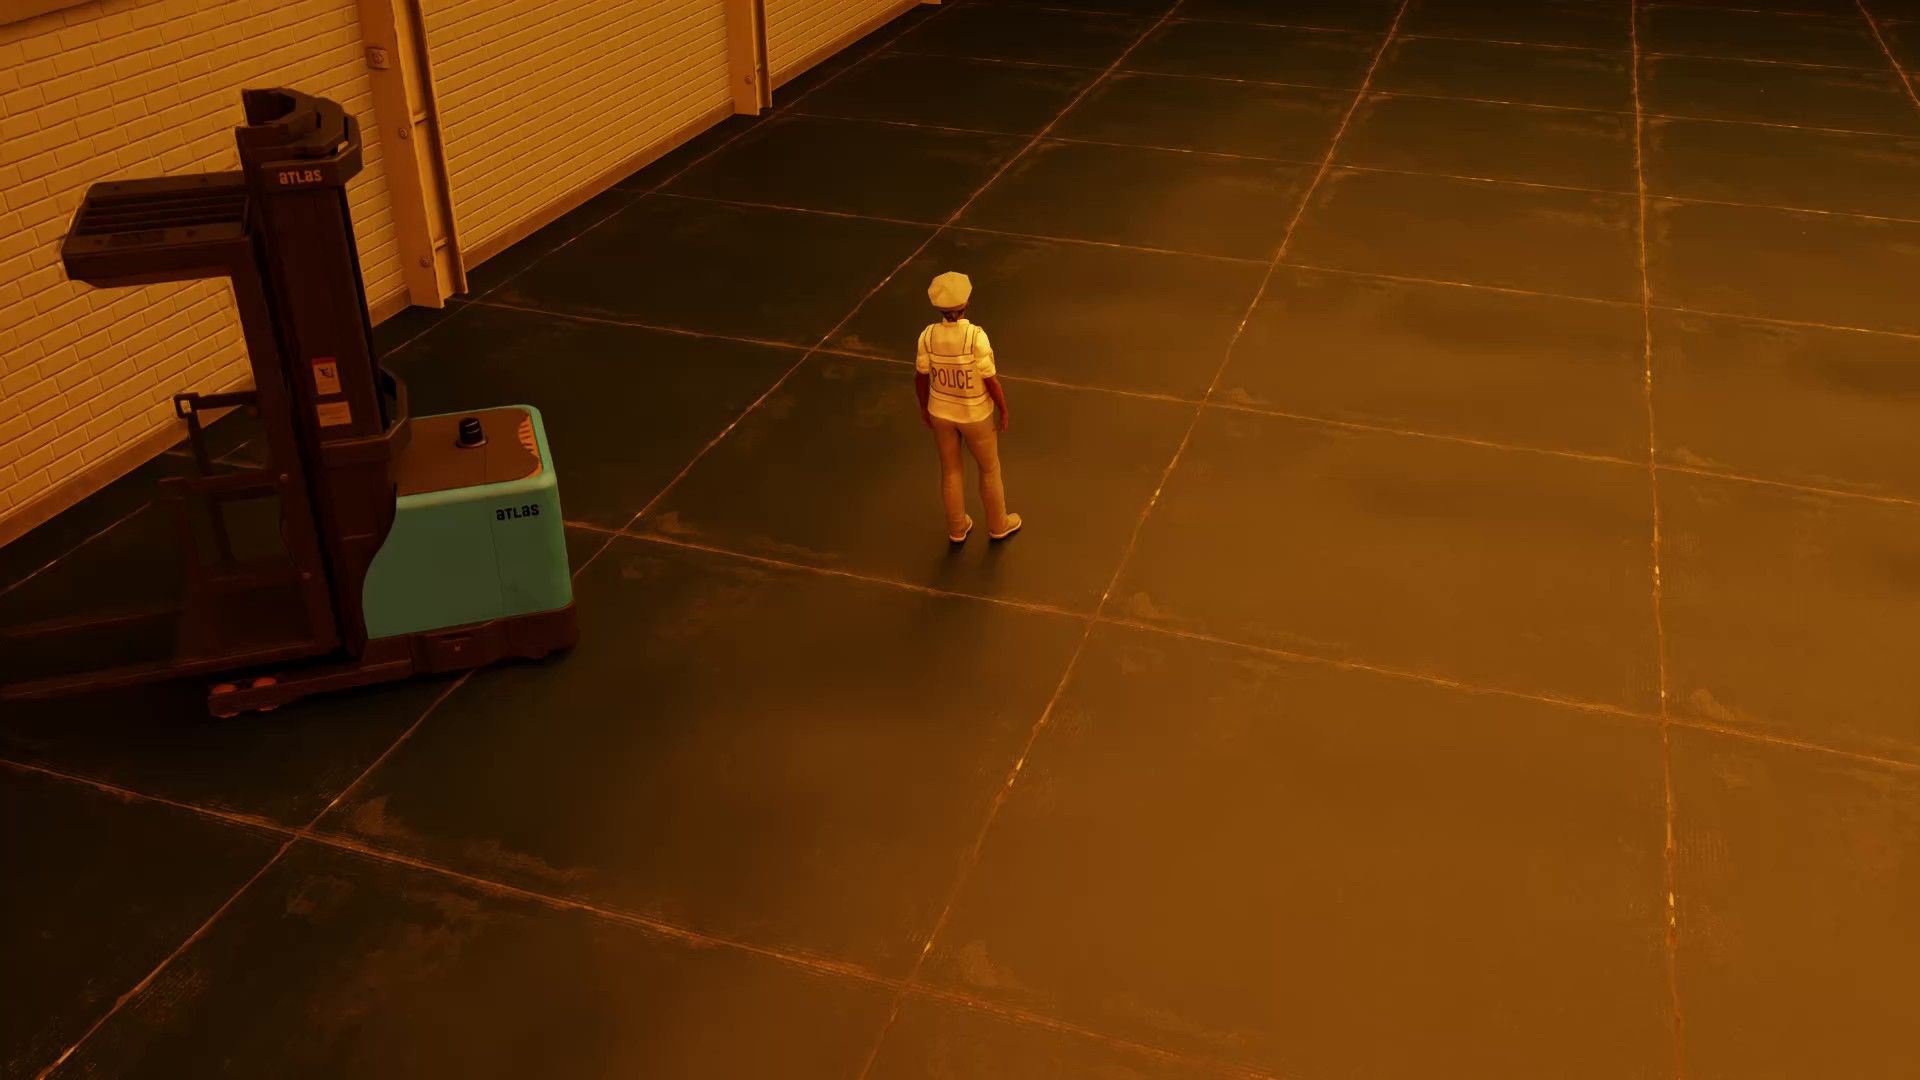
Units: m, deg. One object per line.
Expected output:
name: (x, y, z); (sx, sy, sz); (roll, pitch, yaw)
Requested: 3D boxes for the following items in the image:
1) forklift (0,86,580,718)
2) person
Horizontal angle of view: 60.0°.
forklift: (-3.636, -0.659, 8.293); (3.031, 2.935, 1.130); (-9, 31, -16)
person: (0.043, -0.774, 9.729); (0.570, 1.695, 0.530); (10, 31, 16)
